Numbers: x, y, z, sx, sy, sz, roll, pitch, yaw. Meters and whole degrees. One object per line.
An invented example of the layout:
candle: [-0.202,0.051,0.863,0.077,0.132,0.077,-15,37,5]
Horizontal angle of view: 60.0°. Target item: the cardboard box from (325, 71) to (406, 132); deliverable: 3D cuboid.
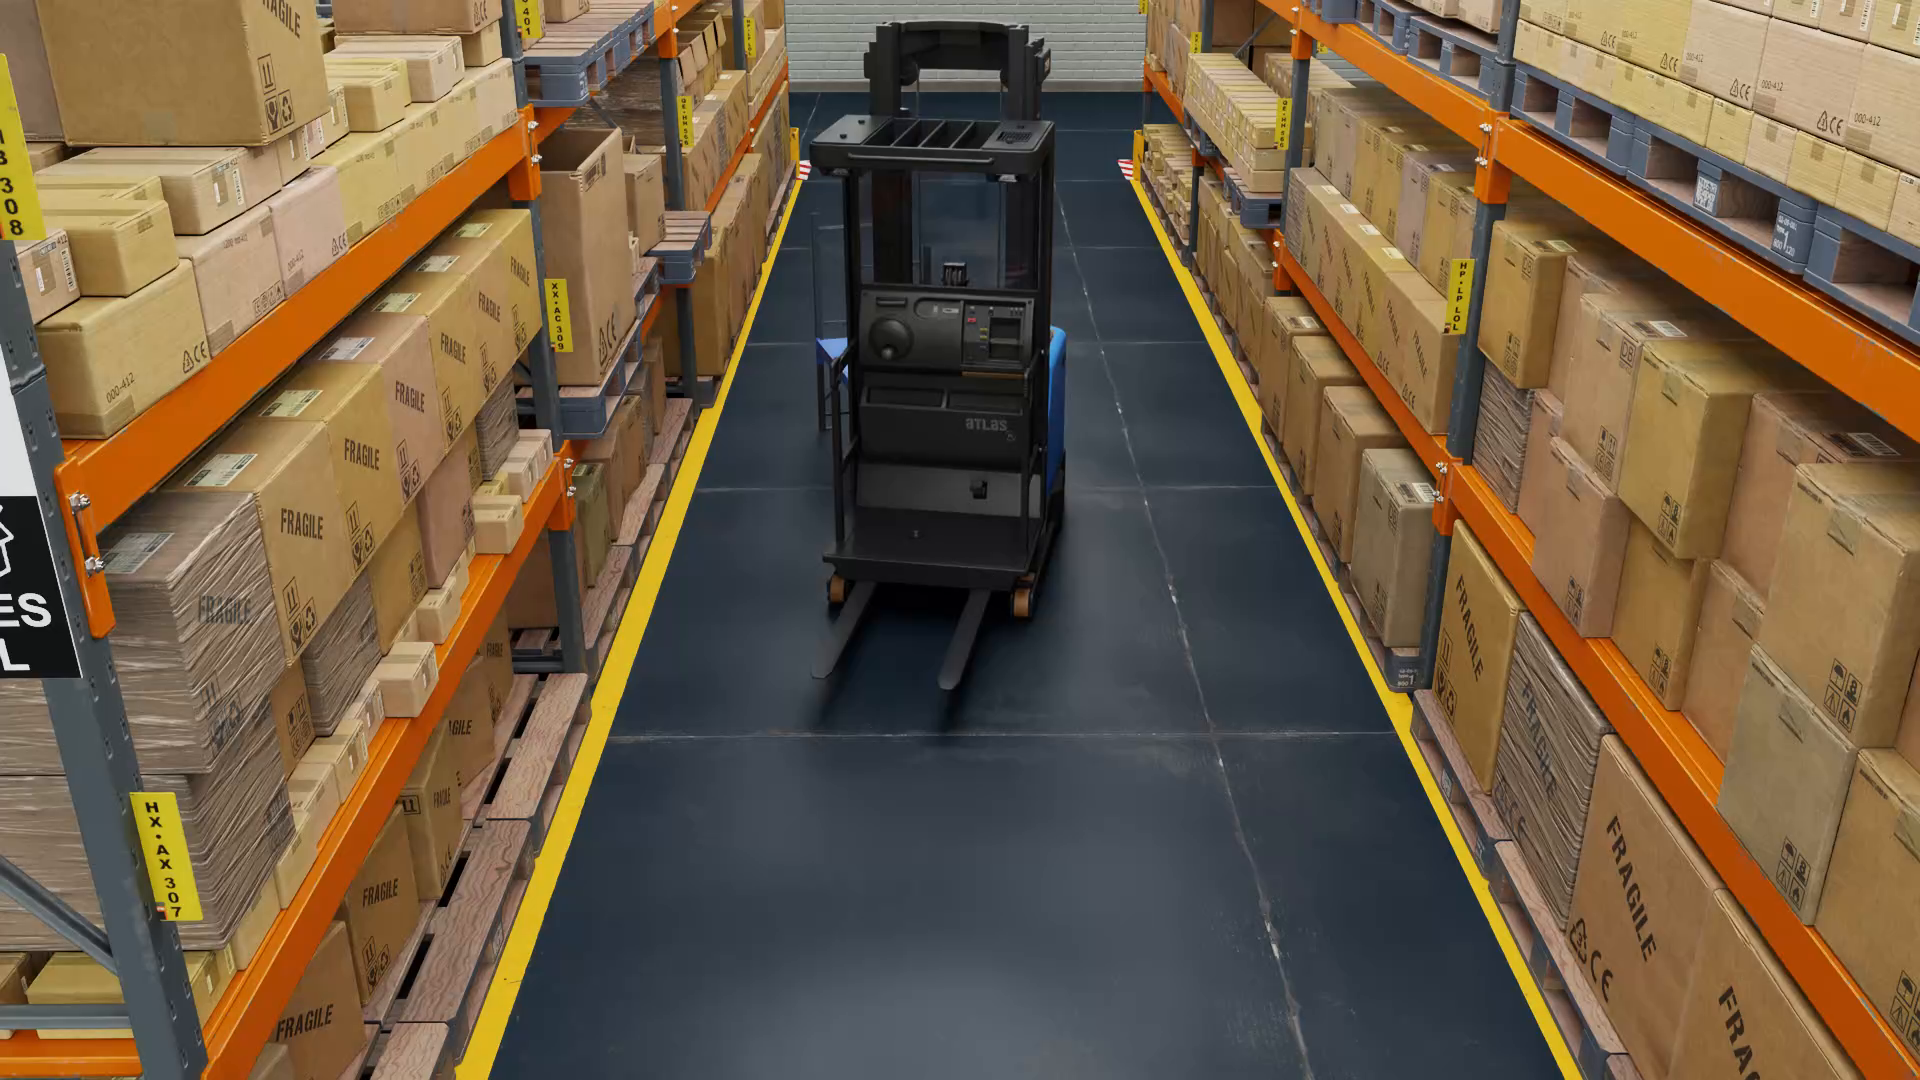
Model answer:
cardboard box: [-1.974,-1.376,5.211,0.380,0.149,0.250,1,24,2]

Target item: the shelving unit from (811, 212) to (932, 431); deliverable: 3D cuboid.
shelving unit: [-0.571,-1.273,10.744,0.538,1.500,1.048,-8,25,-16]

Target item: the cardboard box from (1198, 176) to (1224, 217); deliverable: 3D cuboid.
cardboard box: [2.332,-2.937,14.218,0.500,0.250,0.500,-1,24,-3]

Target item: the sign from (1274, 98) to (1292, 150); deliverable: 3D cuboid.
sign: [2.089,-2.686,10.739,0.100,0.325,0.005,0,24,-1]

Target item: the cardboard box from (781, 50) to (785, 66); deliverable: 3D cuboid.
cardboard box: [-2.079,-5.150,17.801,0.380,0.149,0.250,0,24,0]

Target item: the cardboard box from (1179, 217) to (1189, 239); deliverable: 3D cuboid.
cardboard box: [2.243,-2.901,15.475,0.380,0.149,0.250,0,24,0]

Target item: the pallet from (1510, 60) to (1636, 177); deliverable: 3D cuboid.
pallet: [2.674,-1.541,5.986,1.003,0.211,1.213,0,24,-1]

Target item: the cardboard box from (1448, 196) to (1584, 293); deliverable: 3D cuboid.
cardboard box: [2.664,-1.258,7.557,0.700,0.500,0.500,-1,24,-1]

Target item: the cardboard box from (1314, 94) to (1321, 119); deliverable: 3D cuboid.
cardboard box: [2.809,-3.172,12.197,0.380,0.149,0.250,1,24,2]

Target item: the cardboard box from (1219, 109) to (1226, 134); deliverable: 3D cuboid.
cardboard box: [2.155,-3.146,12.500,0.380,0.149,0.250,0,24,1]

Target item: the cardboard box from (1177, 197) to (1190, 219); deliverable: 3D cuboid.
cardboard box: [2.251,-3.117,15.590,0.380,0.149,0.250,-1,24,-3]

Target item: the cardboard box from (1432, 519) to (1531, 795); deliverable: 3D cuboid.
cardboard box: [2.612,0.484,7.109,0.875,0.875,0.875,0,24,0]

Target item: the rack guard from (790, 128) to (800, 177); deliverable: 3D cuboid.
rack guard: [-2.417,-4.387,18.844,1.175,0.500,0.348,0,24,-1]

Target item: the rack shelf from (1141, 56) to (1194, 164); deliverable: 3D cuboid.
rack shelf: [2.566,-4.345,16.591,1.077,0.370,4.000,0,24,-1]

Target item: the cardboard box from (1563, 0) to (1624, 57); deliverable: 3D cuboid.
cardboard box: [2.408,-1.813,5.668,0.500,0.250,0.500,0,24,-1]

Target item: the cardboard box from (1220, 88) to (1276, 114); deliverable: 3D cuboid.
cardboard box: [2.156,-3.281,12.438,0.380,0.149,0.250,1,24,2]

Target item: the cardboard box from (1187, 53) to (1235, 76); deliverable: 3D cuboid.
cardboard box: [2.132,-4.032,14.099,0.380,0.149,0.250,1,24,2]

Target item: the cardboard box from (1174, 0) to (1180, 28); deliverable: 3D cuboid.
cardboard box: [2.310,-5.102,15.695,0.500,0.500,0.500,0,24,1]

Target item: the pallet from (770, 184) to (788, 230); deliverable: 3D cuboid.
pallet: [-2.319,-3.415,17.045,1.003,0.211,1.213,0,24,-1]

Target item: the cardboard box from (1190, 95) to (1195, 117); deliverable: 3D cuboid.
cardboard box: [2.141,-3.647,13.969,0.380,0.149,0.250,0,24,0]

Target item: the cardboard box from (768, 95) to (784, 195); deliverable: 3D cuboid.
cardboard box: [-2.320,-4.101,17.247,0.875,0.875,0.875,0,24,-1]

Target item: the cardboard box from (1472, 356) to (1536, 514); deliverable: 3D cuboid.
cardboard box: [2.691,-0.469,6.964,0.875,0.550,0.550,0,24,-1]

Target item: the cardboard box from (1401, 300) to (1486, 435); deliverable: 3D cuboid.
cardboard box: [2.402,-0.812,7.784,0.500,0.500,0.500,0,24,-1]

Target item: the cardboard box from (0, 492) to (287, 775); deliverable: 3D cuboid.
cardboard box: [-1.976,0.212,3.946,0.500,0.500,0.500,0,24,-1]

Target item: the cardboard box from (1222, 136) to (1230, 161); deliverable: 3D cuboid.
cardboard box: [2.159,-2.901,12.319,0.380,0.149,0.250,-1,24,-3]

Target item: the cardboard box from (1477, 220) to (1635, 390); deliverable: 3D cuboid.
cardboard box: [2.645,-0.961,6.741,0.875,0.550,0.550,0,24,-1]

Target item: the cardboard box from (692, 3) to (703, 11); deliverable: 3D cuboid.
cardboard box: [-2.647,-4.672,15.351,0.500,0.500,0.500,0,24,0]

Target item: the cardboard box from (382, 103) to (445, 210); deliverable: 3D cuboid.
cardboard box: [-2.013,-1.258,5.434,0.500,0.250,0.500,0,24,-1]

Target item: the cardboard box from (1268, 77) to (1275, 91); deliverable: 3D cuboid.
cardboard box: [2.794,-3.790,13.923,0.380,0.149,0.250,0,24,0]

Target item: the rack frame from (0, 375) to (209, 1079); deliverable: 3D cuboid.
rack frame: [-2.242,1.077,3.730,1.000,3.000,0.127,0,24,-1]

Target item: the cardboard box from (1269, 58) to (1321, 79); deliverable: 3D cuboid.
cardboard box: [2.791,-3.922,13.854,0.380,0.149,0.250,-1,24,-2]

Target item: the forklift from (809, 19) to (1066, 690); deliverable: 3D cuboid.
forklift: [-0.107,-1.080,8.582,1.130,2.935,3.031,4,25,9]

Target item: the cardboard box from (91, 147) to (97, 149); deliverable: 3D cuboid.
cardboard box: [-2.564,-1.053,4.496,0.380,0.149,0.250,-1,24,-3]

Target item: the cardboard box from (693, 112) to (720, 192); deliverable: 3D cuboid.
cardboard box: [-2.080,-2.891,12.380,0.500,0.500,0.500,-1,24,-2]

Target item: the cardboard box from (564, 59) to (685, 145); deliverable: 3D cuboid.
cardboard box: [-2.321,-3.024,11.457,0.797,0.503,0.637,1,24,1]

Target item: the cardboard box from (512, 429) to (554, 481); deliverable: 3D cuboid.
cardboard box: [-1.989,-0.370,7.233,0.380,0.149,0.250,0,24,-1]

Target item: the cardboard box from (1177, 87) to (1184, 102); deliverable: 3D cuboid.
cardboard box: [2.285,-4.285,15.890,0.380,0.149,0.250,-1,24,-3]

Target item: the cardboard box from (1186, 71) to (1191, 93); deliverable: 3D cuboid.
cardboard box: [2.132,-3.897,14.161,0.380,0.149,0.250,0,24,0]

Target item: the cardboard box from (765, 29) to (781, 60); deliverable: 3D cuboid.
cardboard box: [-2.141,-5.176,17.376,0.500,0.250,0.500,-1,24,-1]

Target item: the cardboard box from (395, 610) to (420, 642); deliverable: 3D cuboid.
cardboard box: [-2.062,0.352,5.638,0.380,0.149,0.250,0,24,-1]

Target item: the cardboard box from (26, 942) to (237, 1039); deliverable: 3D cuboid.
cardboard box: [-2.007,1.072,4.044,0.380,0.149,0.250,0,24,-1]

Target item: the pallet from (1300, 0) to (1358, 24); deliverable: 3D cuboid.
pallet: [2.692,-3.216,9.810,1.213,0.211,1.003,1,24,2]

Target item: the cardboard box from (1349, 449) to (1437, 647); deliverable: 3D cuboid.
cardboard box: [2.578,0.026,8.273,1.050,0.750,0.750,0,24,-1]

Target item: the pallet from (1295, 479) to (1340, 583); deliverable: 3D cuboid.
pallet: [2.575,-0.103,9.723,1.003,0.211,1.213,0,24,-1]

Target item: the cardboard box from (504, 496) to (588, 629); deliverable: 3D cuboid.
cardboard box: [-2.271,0.114,8.358,0.700,0.500,0.500,-2,24,-5]

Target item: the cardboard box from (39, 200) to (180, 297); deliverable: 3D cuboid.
cardboard box: [-1.920,-0.625,3.551,0.380,0.149,0.250,0,24,1]

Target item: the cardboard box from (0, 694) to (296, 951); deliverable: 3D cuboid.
cardboard box: [-2.221,0.669,4.149,0.875,0.500,0.500,0,24,-1]

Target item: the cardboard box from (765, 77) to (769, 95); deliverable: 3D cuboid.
cardboard box: [-2.058,-4.411,16.168,0.380,0.149,0.250,0,24,0]

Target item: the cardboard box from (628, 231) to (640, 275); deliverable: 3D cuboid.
cardboard box: [-2.041,-1.664,9.443,0.396,0.266,0.258,-1,24,-2]

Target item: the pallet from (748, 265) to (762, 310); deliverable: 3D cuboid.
pallet: [-2.289,-2.280,14.535,1.003,0.211,1.213,0,24,-1]

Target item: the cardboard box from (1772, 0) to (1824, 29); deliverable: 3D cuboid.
cardboard box: [2.362,-1.418,4.311,0.380,0.149,0.250,-1,24,-1]

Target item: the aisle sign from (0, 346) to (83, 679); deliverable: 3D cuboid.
aisle sign: [-1.941,-0.084,3.141,0.394,0.787,0.004,0,24,-1]

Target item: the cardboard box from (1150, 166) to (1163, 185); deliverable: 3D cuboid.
cardboard box: [2.217,-3.857,17.587,0.380,0.149,0.250,0,24,0]

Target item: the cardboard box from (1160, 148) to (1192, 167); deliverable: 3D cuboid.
cardboard box: [2.244,-3.901,16.963,0.380,0.149,0.250,0,24,0]

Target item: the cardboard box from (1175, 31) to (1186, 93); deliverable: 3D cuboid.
cardboard box: [2.296,-4.442,15.449,0.500,0.500,0.500,-1,24,-2]

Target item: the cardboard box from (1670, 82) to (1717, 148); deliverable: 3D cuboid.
cardboard box: [2.356,-1.263,4.937,0.380,0.149,0.250,0,24,0]

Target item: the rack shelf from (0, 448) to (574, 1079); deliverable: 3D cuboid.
rack shelf: [-2.264,0.580,5.700,1.077,0.370,4.000,0,24,-1]

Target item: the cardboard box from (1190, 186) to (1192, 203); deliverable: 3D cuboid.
cardboard box: [2.324,-3.158,15.320,0.380,0.149,0.250,0,24,1]

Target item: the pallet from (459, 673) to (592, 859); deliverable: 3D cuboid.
pallet: [-2.243,0.975,7.337,1.003,0.211,1.213,0,24,-1]
